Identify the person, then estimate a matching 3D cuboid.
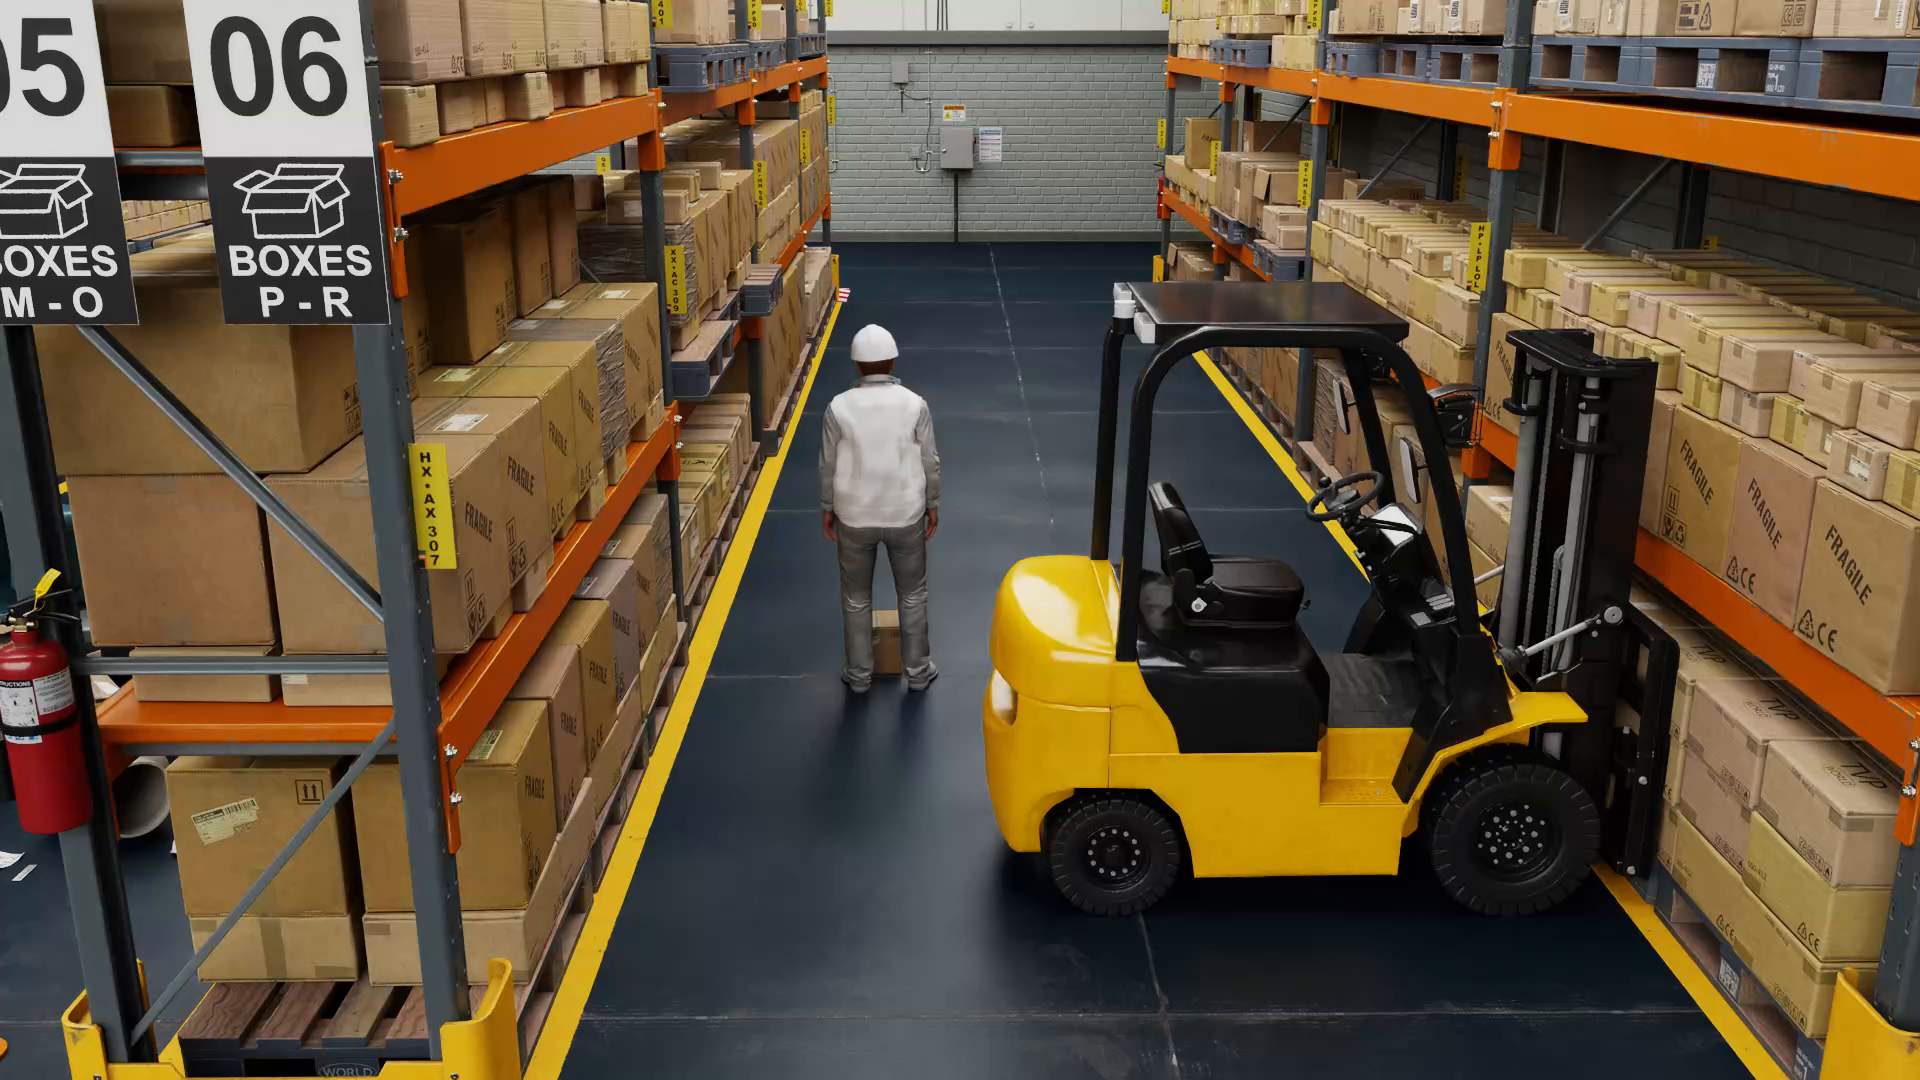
[{"bbox_3d":[-0.381,-0.136,7.944,0.580,1.772,0.460,-1,17,-4],"label":"person"}]
